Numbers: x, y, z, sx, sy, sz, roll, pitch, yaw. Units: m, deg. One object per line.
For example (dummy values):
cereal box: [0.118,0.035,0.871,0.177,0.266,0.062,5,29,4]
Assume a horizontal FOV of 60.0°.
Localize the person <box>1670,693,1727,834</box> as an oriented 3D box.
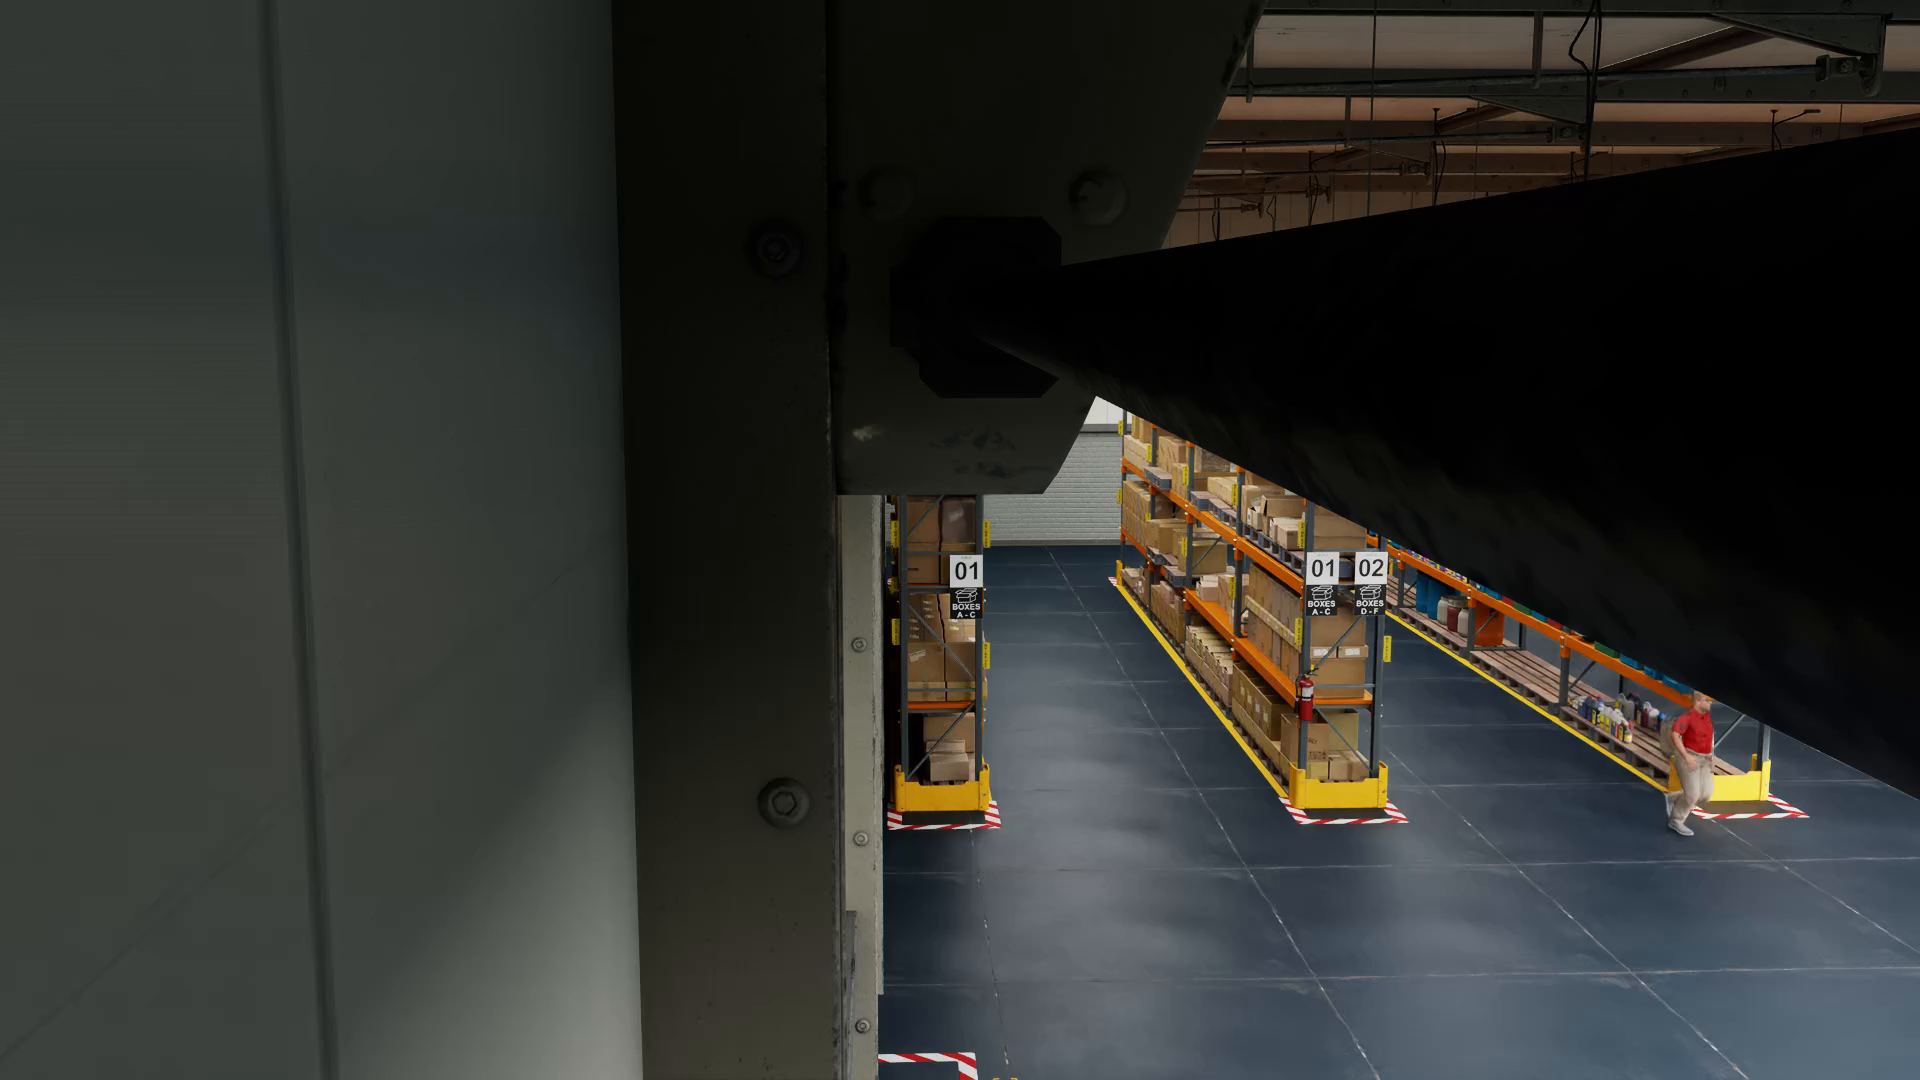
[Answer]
person: [8.829,2.624,19.681,0.719,1.663,0.522,-6,10,-36]
